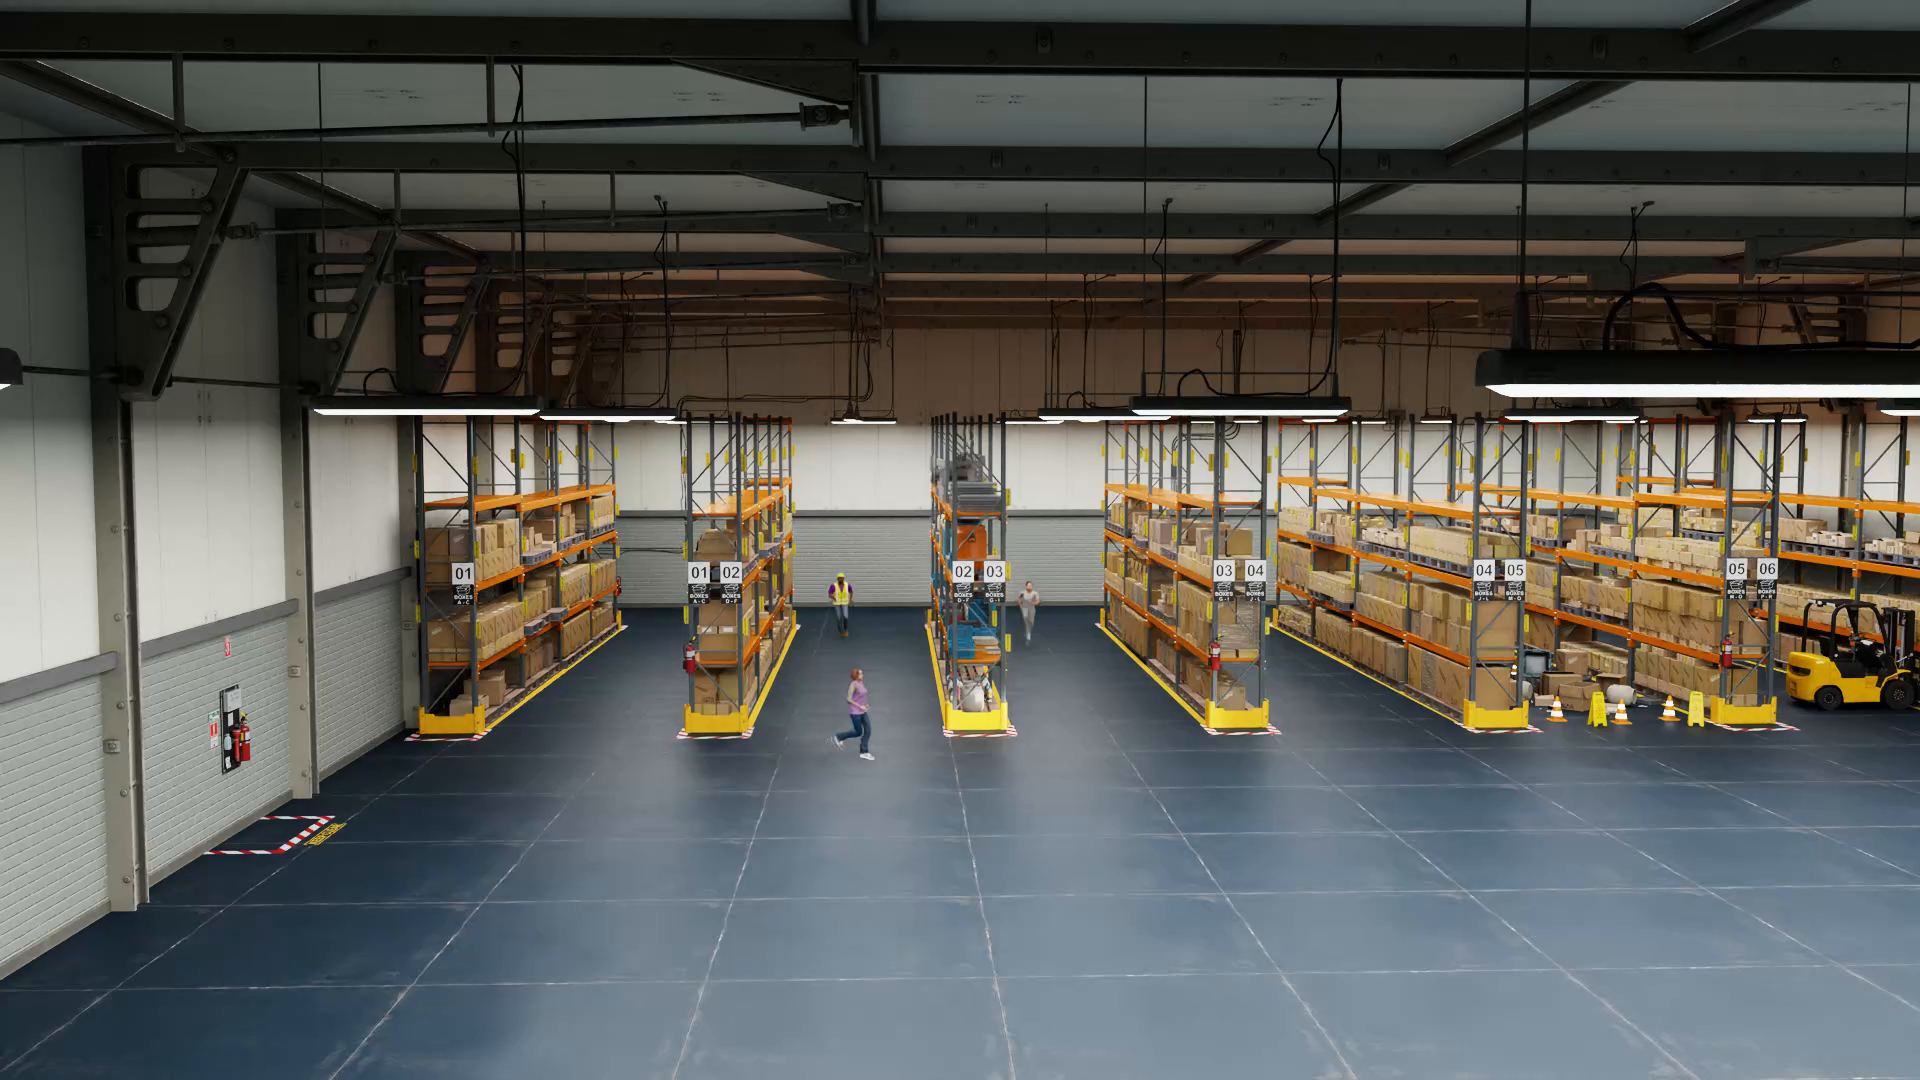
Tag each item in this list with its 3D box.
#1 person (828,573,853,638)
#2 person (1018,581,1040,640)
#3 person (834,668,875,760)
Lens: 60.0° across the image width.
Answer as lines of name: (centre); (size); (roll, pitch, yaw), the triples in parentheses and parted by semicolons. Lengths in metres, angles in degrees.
person: (-3.237, 1.784, 45.158); (0.684, 1.780, 0.705); (0, 4, -7)
person: (1.815, 1.861, 43.698); (0.535, 1.576, 0.997); (0, 4, -7)
person: (-1.820, 2.992, 28.741); (0.725, 1.582, 0.545); (2, 4, 23)
